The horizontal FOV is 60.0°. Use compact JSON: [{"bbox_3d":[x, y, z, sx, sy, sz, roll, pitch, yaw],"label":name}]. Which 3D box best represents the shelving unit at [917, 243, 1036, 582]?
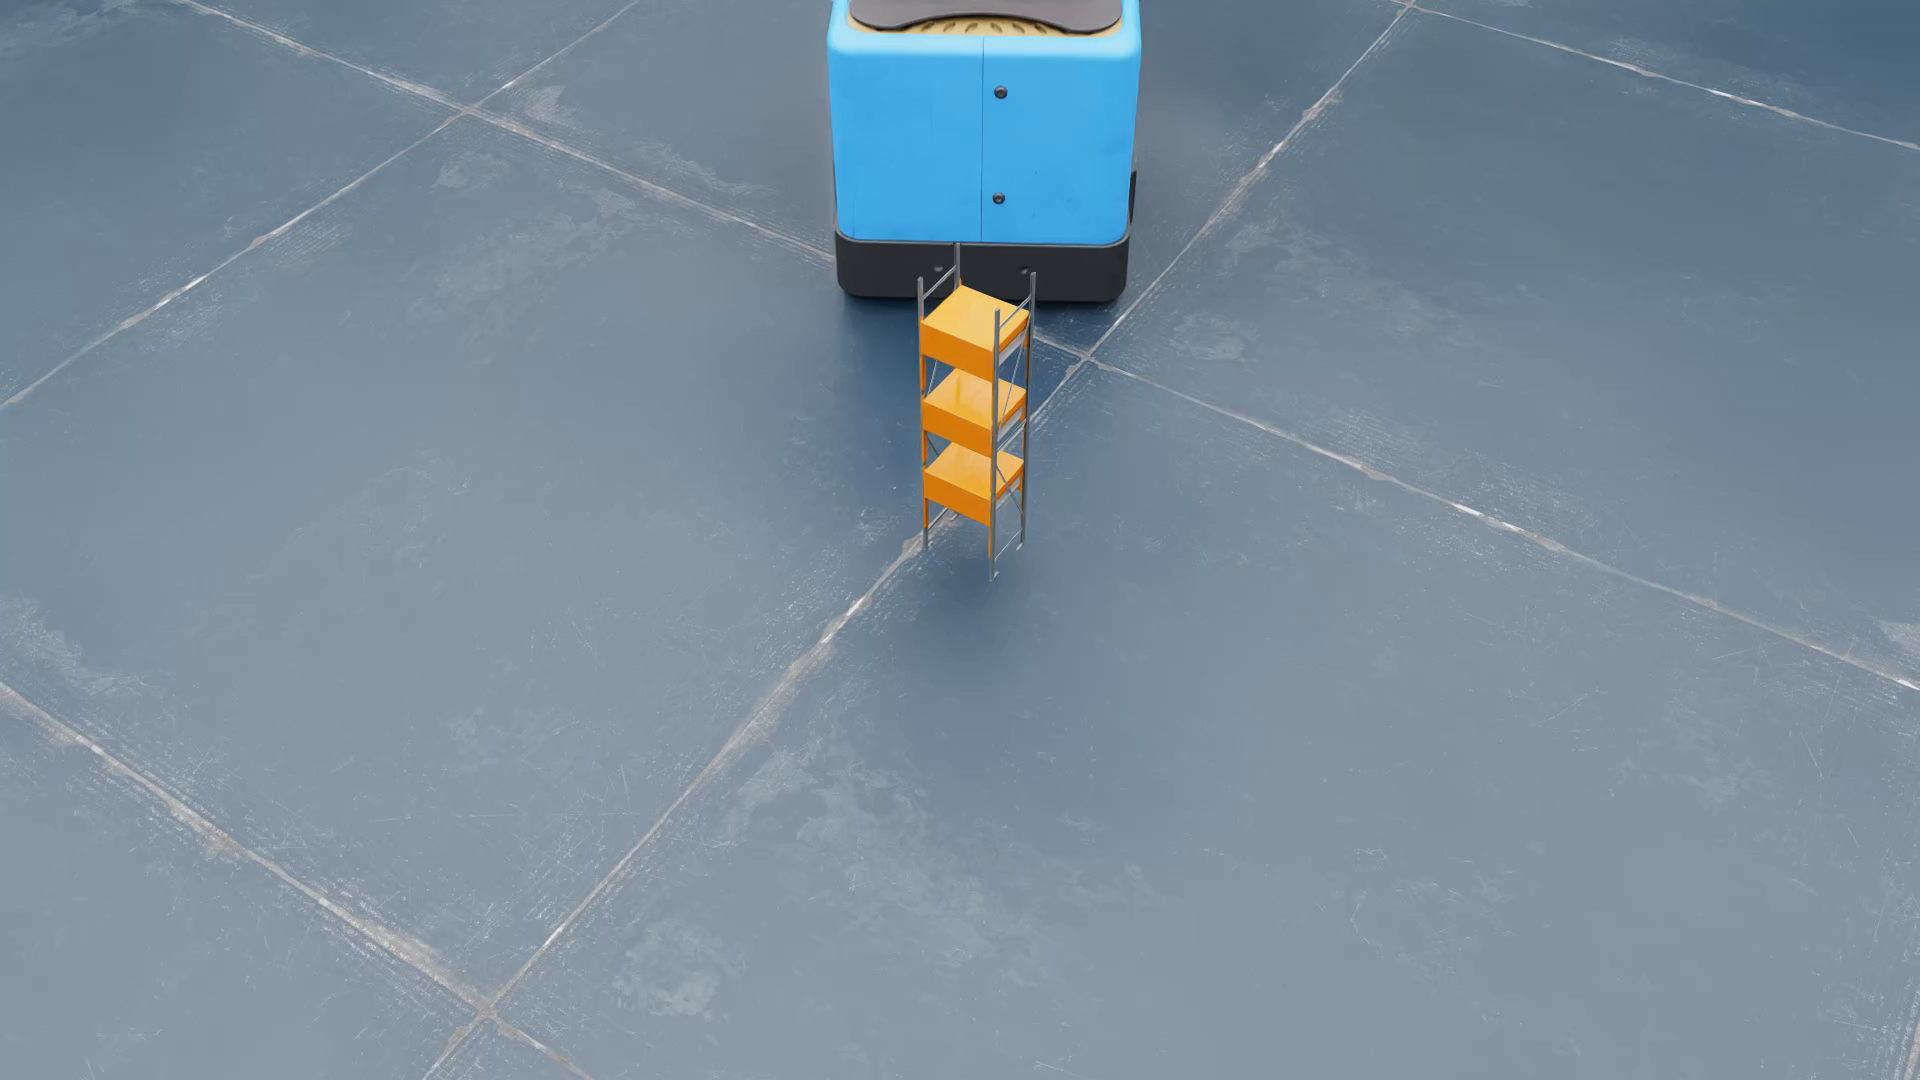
[{"bbox_3d":[0.045,-0.345,4.853,0.252,1.050,0.215,25,51,22],"label":"shelving unit"}]

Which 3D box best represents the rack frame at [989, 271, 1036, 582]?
[{"bbox_3d":[0.148,-0.298,4.807,0.008,1.050,0.200,25,51,22],"label":"rack frame"}]

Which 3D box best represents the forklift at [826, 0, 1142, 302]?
[{"bbox_3d":[0.130,-2.924,6.047,1.130,2.935,3.031,2,46,1],"label":"forklift"}]

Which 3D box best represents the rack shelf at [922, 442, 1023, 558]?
[{"bbox_3d":[0.045,-0.144,5.060,0.240,0.259,0.215,25,51,22],"label":"rack shelf"}]

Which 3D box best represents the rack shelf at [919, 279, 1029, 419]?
[{"bbox_3d":[0.045,-0.536,4.657,0.240,0.259,0.215,25,51,22],"label":"rack shelf"}]

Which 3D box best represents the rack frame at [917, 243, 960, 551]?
[{"bbox_3d":[-0.058,-0.392,4.899,0.008,1.050,0.200,25,51,22],"label":"rack frame"}]

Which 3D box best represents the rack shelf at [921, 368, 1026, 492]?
[{"bbox_3d":[0.045,-0.338,4.861,0.240,0.259,0.215,25,51,22],"label":"rack shelf"}]
